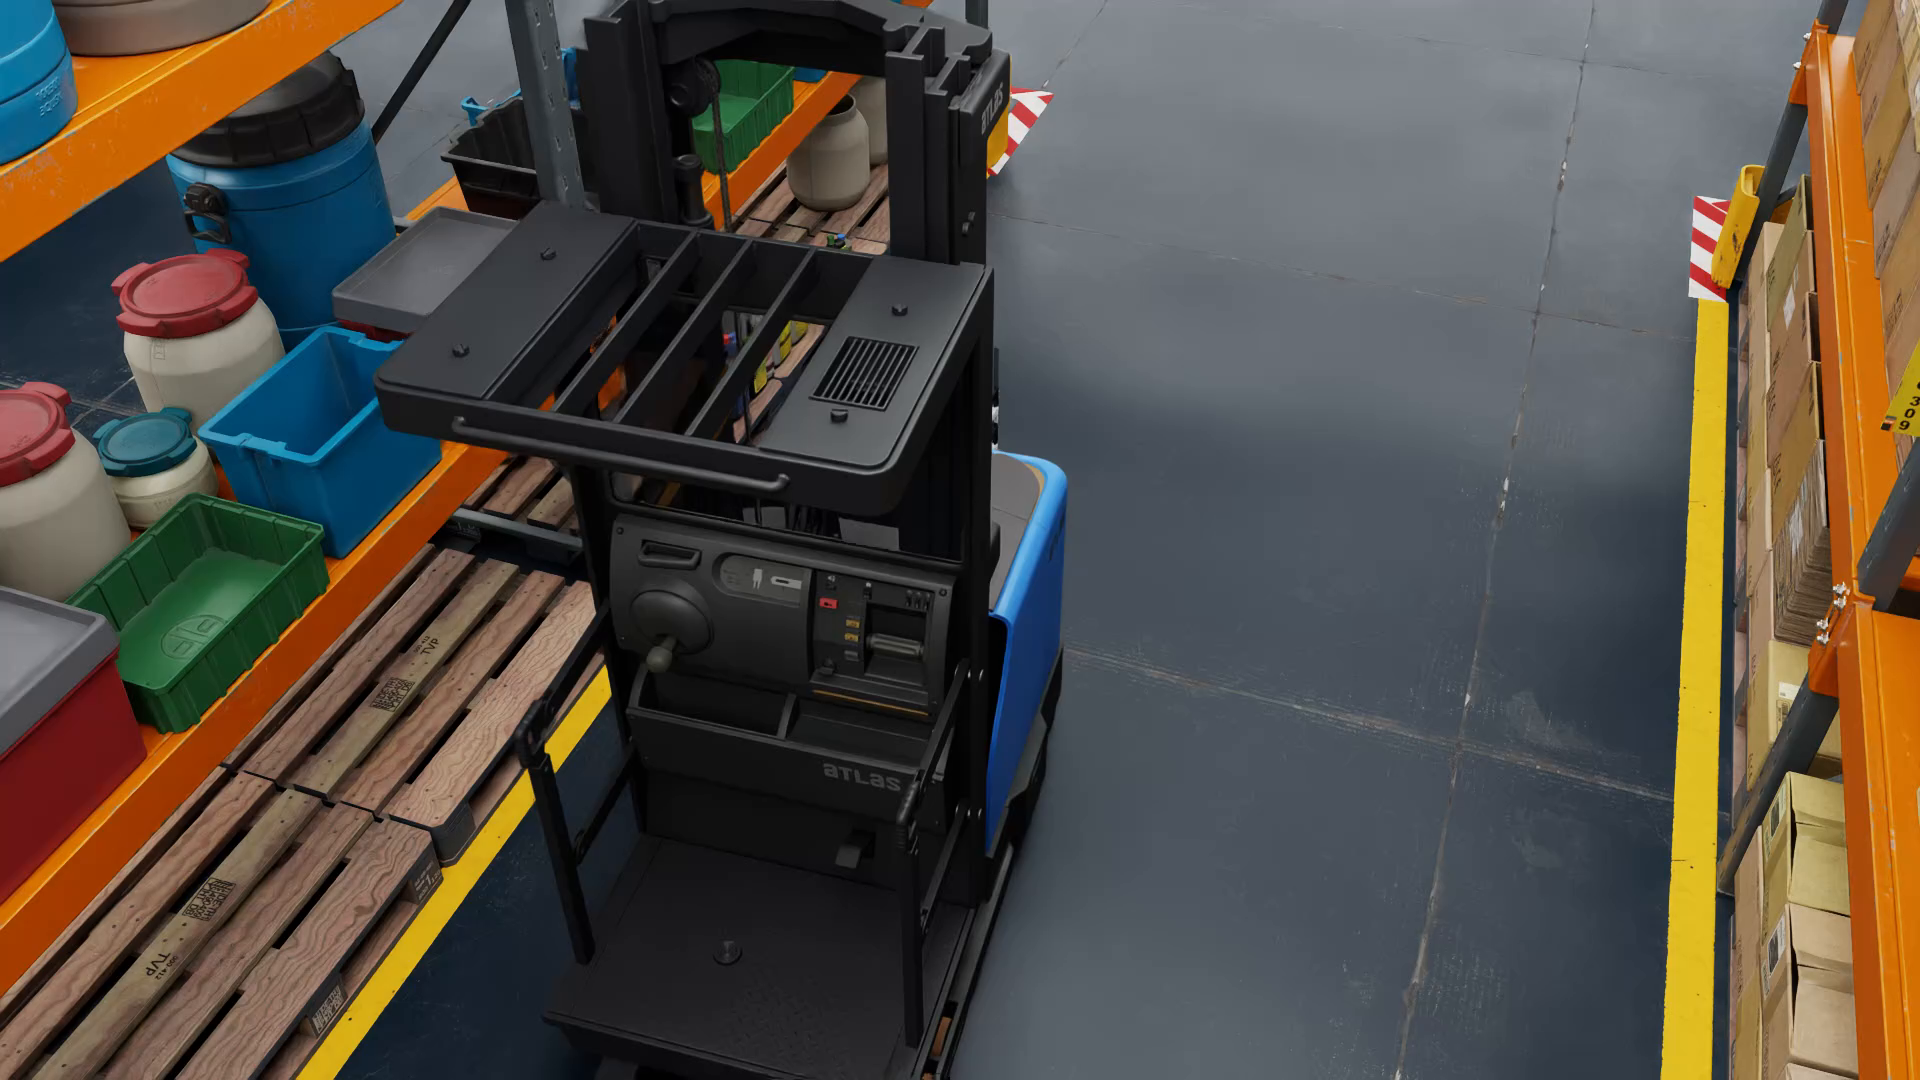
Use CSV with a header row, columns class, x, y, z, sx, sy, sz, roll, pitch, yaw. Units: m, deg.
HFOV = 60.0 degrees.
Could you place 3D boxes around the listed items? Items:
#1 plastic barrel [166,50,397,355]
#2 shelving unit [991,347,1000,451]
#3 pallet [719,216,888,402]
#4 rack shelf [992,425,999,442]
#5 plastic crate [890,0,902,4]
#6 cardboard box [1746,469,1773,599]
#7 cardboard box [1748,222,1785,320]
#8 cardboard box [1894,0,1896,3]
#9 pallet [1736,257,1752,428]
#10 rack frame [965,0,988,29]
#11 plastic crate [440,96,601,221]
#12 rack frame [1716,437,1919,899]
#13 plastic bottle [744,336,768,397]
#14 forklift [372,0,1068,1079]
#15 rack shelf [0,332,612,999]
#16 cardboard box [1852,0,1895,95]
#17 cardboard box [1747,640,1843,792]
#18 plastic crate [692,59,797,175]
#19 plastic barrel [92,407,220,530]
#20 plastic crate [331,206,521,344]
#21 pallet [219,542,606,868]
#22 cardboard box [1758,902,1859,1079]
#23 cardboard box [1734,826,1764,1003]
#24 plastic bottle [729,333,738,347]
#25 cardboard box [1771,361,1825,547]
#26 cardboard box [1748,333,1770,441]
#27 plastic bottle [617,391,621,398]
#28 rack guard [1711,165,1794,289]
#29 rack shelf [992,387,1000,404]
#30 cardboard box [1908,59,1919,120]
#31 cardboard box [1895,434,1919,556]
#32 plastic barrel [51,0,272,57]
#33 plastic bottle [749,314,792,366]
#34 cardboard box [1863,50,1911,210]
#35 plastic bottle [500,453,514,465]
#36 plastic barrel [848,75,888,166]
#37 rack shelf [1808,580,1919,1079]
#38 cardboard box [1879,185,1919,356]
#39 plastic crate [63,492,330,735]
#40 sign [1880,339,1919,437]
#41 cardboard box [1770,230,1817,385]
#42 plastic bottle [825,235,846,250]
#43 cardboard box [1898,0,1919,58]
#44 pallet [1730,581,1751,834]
class,x,y,z,sx,sy,sz,roll,pitch,yaw
plastic barrel,-2.124,-1.042,5.274,0.600,0.901,0.708,13,42,15
shelving unit,-0.003,-0.337,6.452,0.258,0.900,0.210,13,42,15
pallet,-1.023,-1.106,7.884,1.003,0.211,1.213,13,42,15
rack shelf,-0.003,-0.380,6.415,0.258,0.077,0.200,13,42,15
plastic crate,-0.457,-2.636,7.644,0.499,0.251,0.408,13,42,15
cardboard box,3.237,0.026,6.204,0.500,0.250,0.500,13,42,15
cardboard box,3.922,-1.194,7.633,0.500,0.250,0.500,13,42,15
cardboard box,3.803,-2.138,6.368,0.380,0.149,0.250,13,42,15
pallet,4.092,-0.821,7.550,1.003,0.211,1.213,13,42,15
rack frame,-0.339,-3.459,8.494,1.000,3.000,0.127,13,42,15
plastic crate,-1.409,-1.287,5.995,0.767,0.338,0.504,13,42,15
rack frame,2.946,0.082,4.343,1.000,3.000,0.127,13,42,15
plastic bottle,-0.881,-0.761,7.084,0.061,0.283,0.133,15,43,17
forklift,-0.529,0.282,4.162,1.130,2.935,3.031,10,42,12
rack shelf,-2.391,0.474,4.438,1.077,0.370,4.000,13,42,15
cardboard box,4.142,-2.114,6.840,0.700,0.500,0.500,13,42,15
cardboard box,2.900,0.637,5.487,0.500,0.250,0.500,13,42,15
plastic crate,-0.978,-1.704,6.600,0.450,0.188,0.662,13,42,15
plastic barrel,-2.304,-0.194,4.773,0.301,0.262,0.301,0,40,0
plastic crate,-1.585,-0.681,5.188,0.402,0.464,0.583,13,42,15
pallet,-1.939,0.529,5.968,1.003,0.211,1.213,13,42,15
cardboard box,2.395,1.256,4.330,0.500,0.311,0.500,13,42,15
cardboard box,2.576,1.159,4.875,0.500,0.250,0.500,12,42,14
plastic bottle,-0.961,-0.763,7.096,0.097,0.271,0.097,0,40,0
cardboard box,3.249,-0.257,5.957,0.500,0.500,0.500,13,42,15
cardboard box,3.583,-0.583,6.917,0.500,0.250,0.500,13,42,15
plastic bottle,-1.544,-0.707,7.027,0.152,0.276,0.135,13,42,15
rack guard,4.322,-1.421,8.031,1.175,0.500,0.348,13,42,15
rack shelf,-0.003,-0.517,6.299,0.258,0.077,0.200,13,42,15
cardboard box,3.451,-1.514,5.636,0.380,0.149,0.250,14,42,15
cardboard box,3.092,-0.228,4.629,0.700,0.500,0.500,12,42,14
plastic barrel,-1.901,-1.594,3.610,0.600,0.901,0.600,0,40,0
plastic bottle,-0.831,-0.954,7.259,0.144,0.351,0.185,13,42,15
cardboard box,3.792,-1.491,6.109,0.700,0.500,0.500,14,42,15
plastic bottle,-1.876,-0.413,6.740,0.097,0.201,0.097,0,40,0
plastic barrel,-0.493,-2.254,8.674,0.421,0.512,0.421,0,40,0
rack shelf,2.262,1.575,3.147,1.077,0.370,4.000,13,42,15
cardboard box,3.442,-0.856,5.366,0.700,0.500,0.500,14,42,16
plastic crate,-2.037,0.186,4.384,0.450,0.188,0.662,13,42,15
sign,2.424,-0.400,4.179,0.100,0.325,0.005,13,42,15
cardboard box,3.594,-0.866,6.671,0.500,0.500,0.500,13,42,15
plastic bottle,-0.578,-1.301,7.717,0.061,0.283,0.133,14,43,16
cardboard box,3.626,-1.821,5.996,0.380,0.149,0.250,12,42,14
pallet,3.258,0.667,5.805,1.003,0.211,1.213,13,42,15
